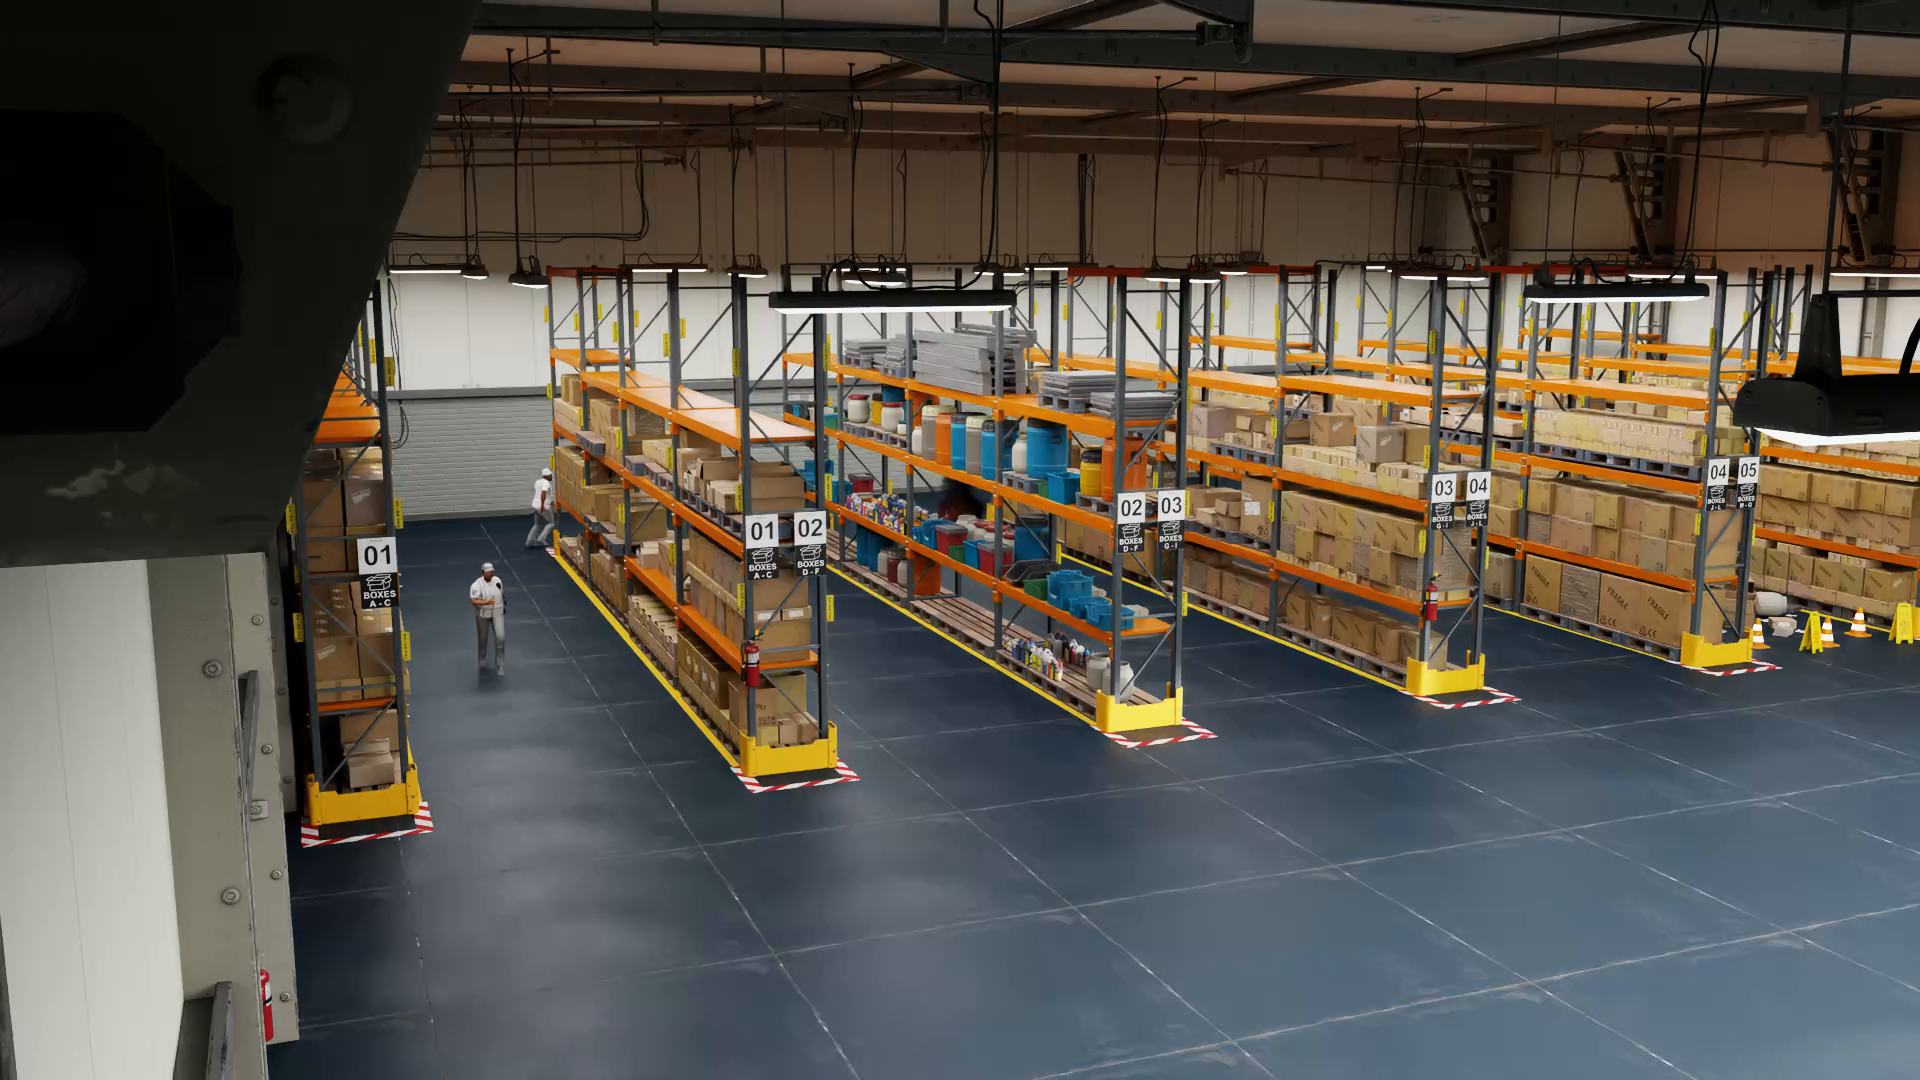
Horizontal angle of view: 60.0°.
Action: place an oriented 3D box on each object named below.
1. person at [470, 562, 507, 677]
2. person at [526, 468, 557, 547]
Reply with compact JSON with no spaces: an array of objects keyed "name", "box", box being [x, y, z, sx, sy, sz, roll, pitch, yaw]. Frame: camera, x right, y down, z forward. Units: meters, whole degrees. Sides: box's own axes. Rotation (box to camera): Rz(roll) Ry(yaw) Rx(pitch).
[{"name":"person","box":[-7.121,1.177,25.112,0.548,1.723,0.843,-5,11,-27]},{"name":"person","box":[-8.969,-0.688,35.778,0.688,1.694,0.800,9,13,42]}]
